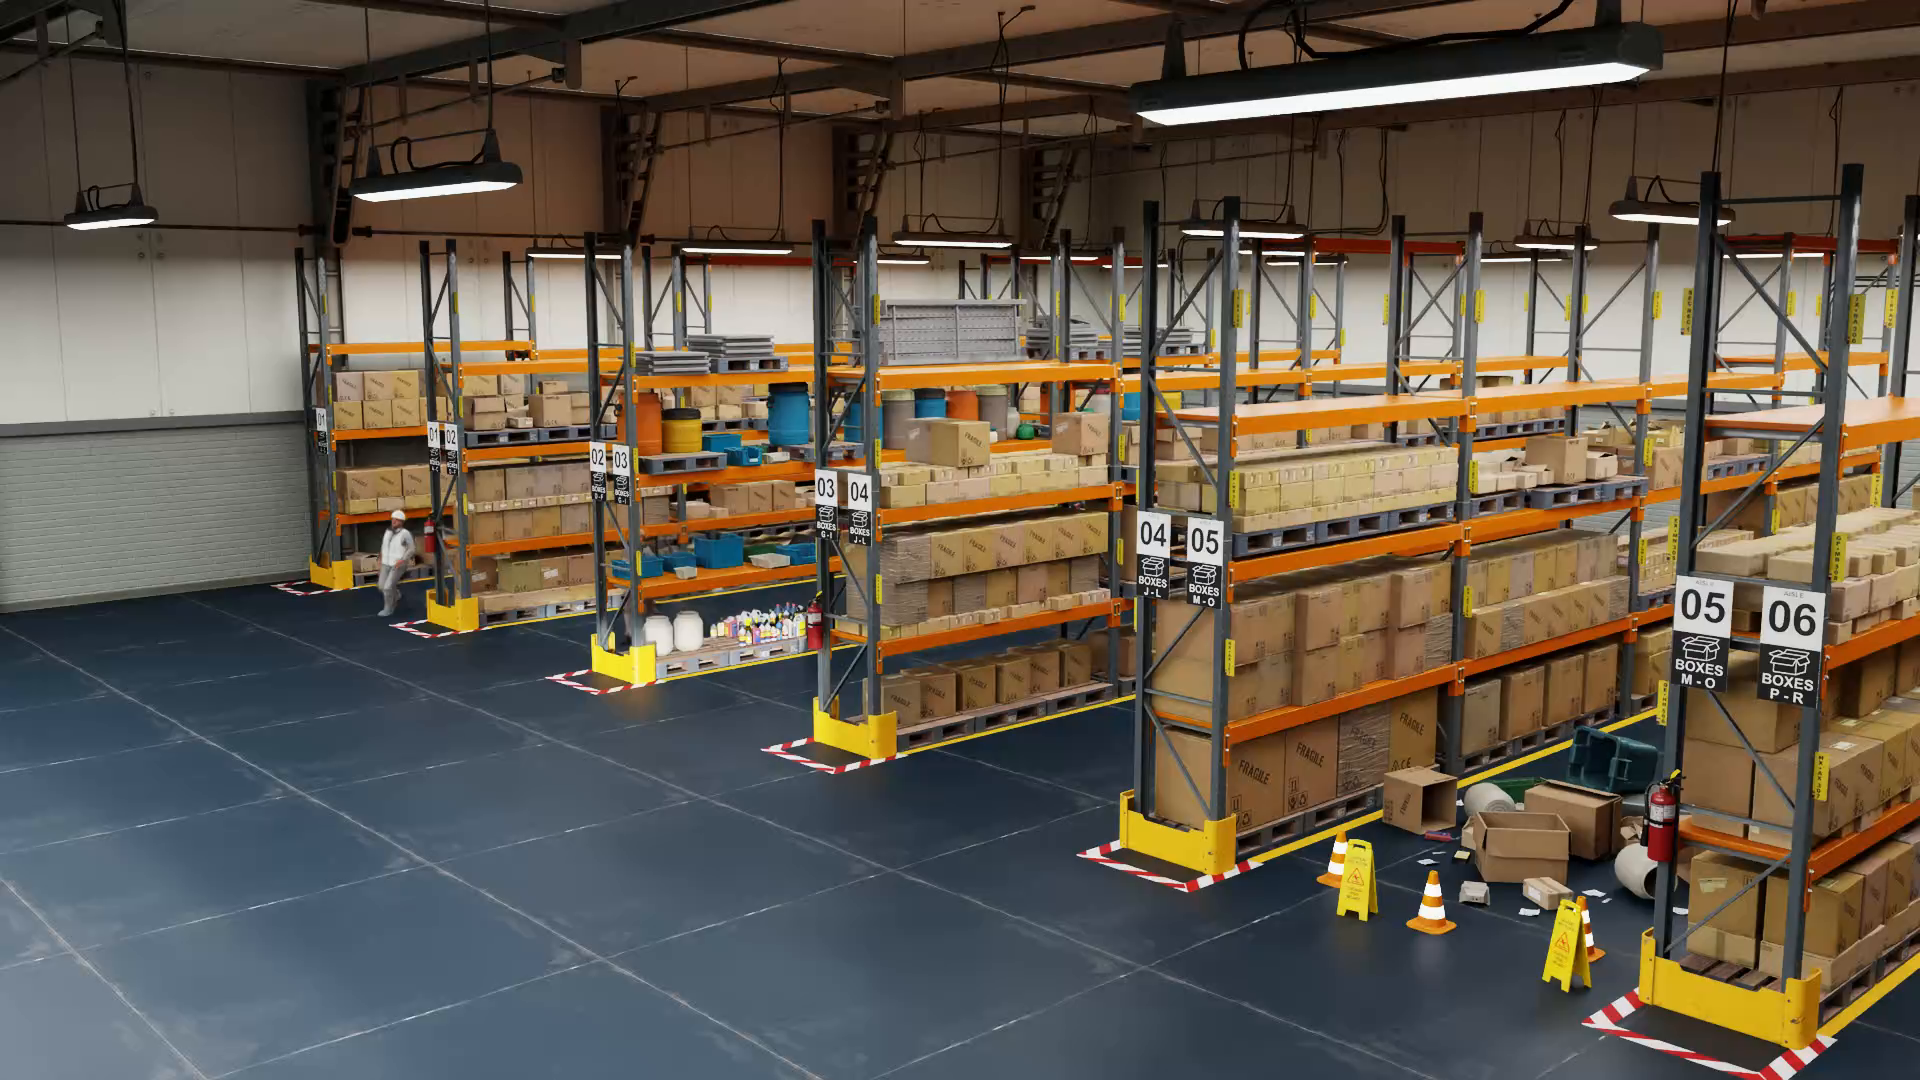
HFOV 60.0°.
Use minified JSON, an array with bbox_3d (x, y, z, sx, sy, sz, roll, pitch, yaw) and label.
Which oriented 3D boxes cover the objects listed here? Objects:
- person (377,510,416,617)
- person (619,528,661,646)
[{"bbox_3d":[-9.120,0.372,26.984,0.709,1.726,0.579,3,9,20],"label":"person"},{"bbox_3d":[-4.721,0.700,24.769,0.647,1.769,0.796,8,11,43],"label":"person"}]
